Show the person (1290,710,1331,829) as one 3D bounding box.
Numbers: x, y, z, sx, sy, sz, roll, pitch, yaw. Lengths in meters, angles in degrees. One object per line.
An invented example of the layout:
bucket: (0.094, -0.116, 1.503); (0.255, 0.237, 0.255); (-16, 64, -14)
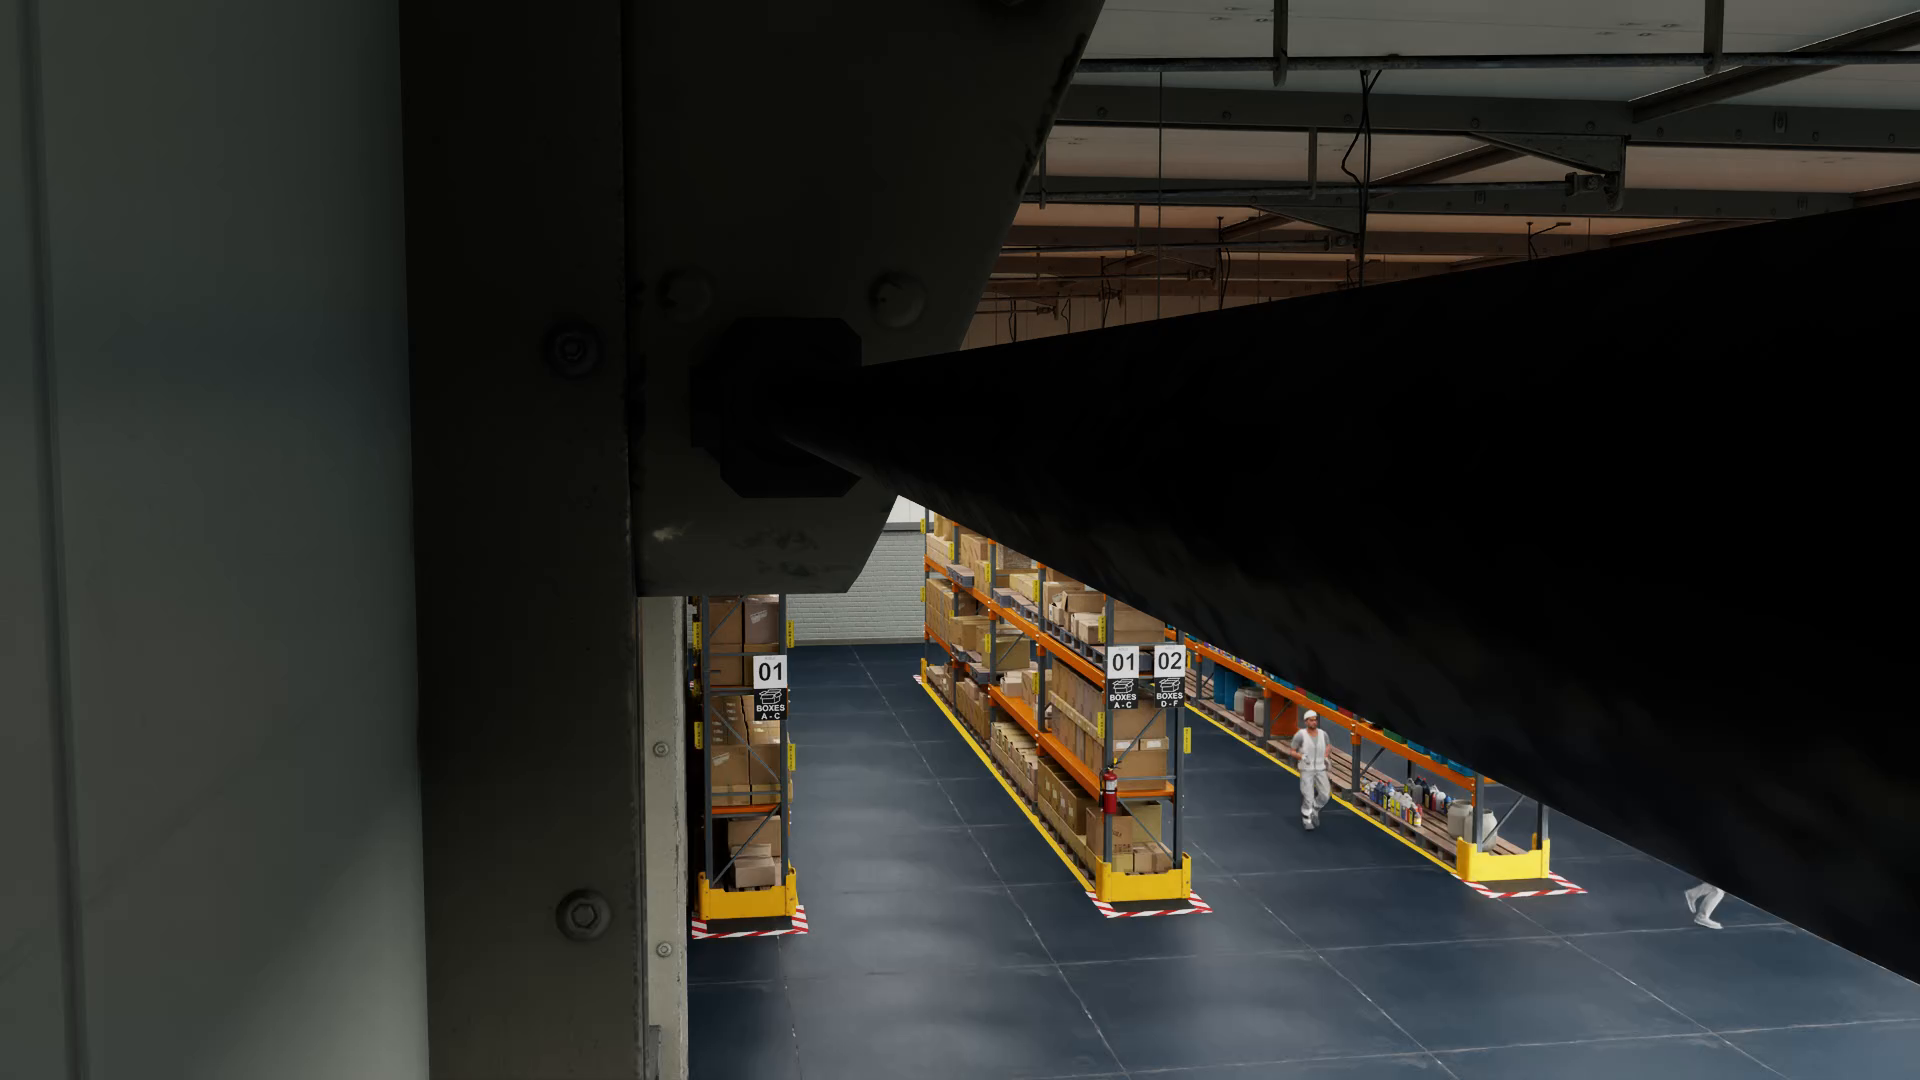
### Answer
person: (5.100, 3.336, 23.987); (0.624, 1.741, 0.575); (-1, 5, -9)

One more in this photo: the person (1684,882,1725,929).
person: (8.931, 3.770, 19.745); (0.562, 1.666, 0.658); (2, 5, 18)
